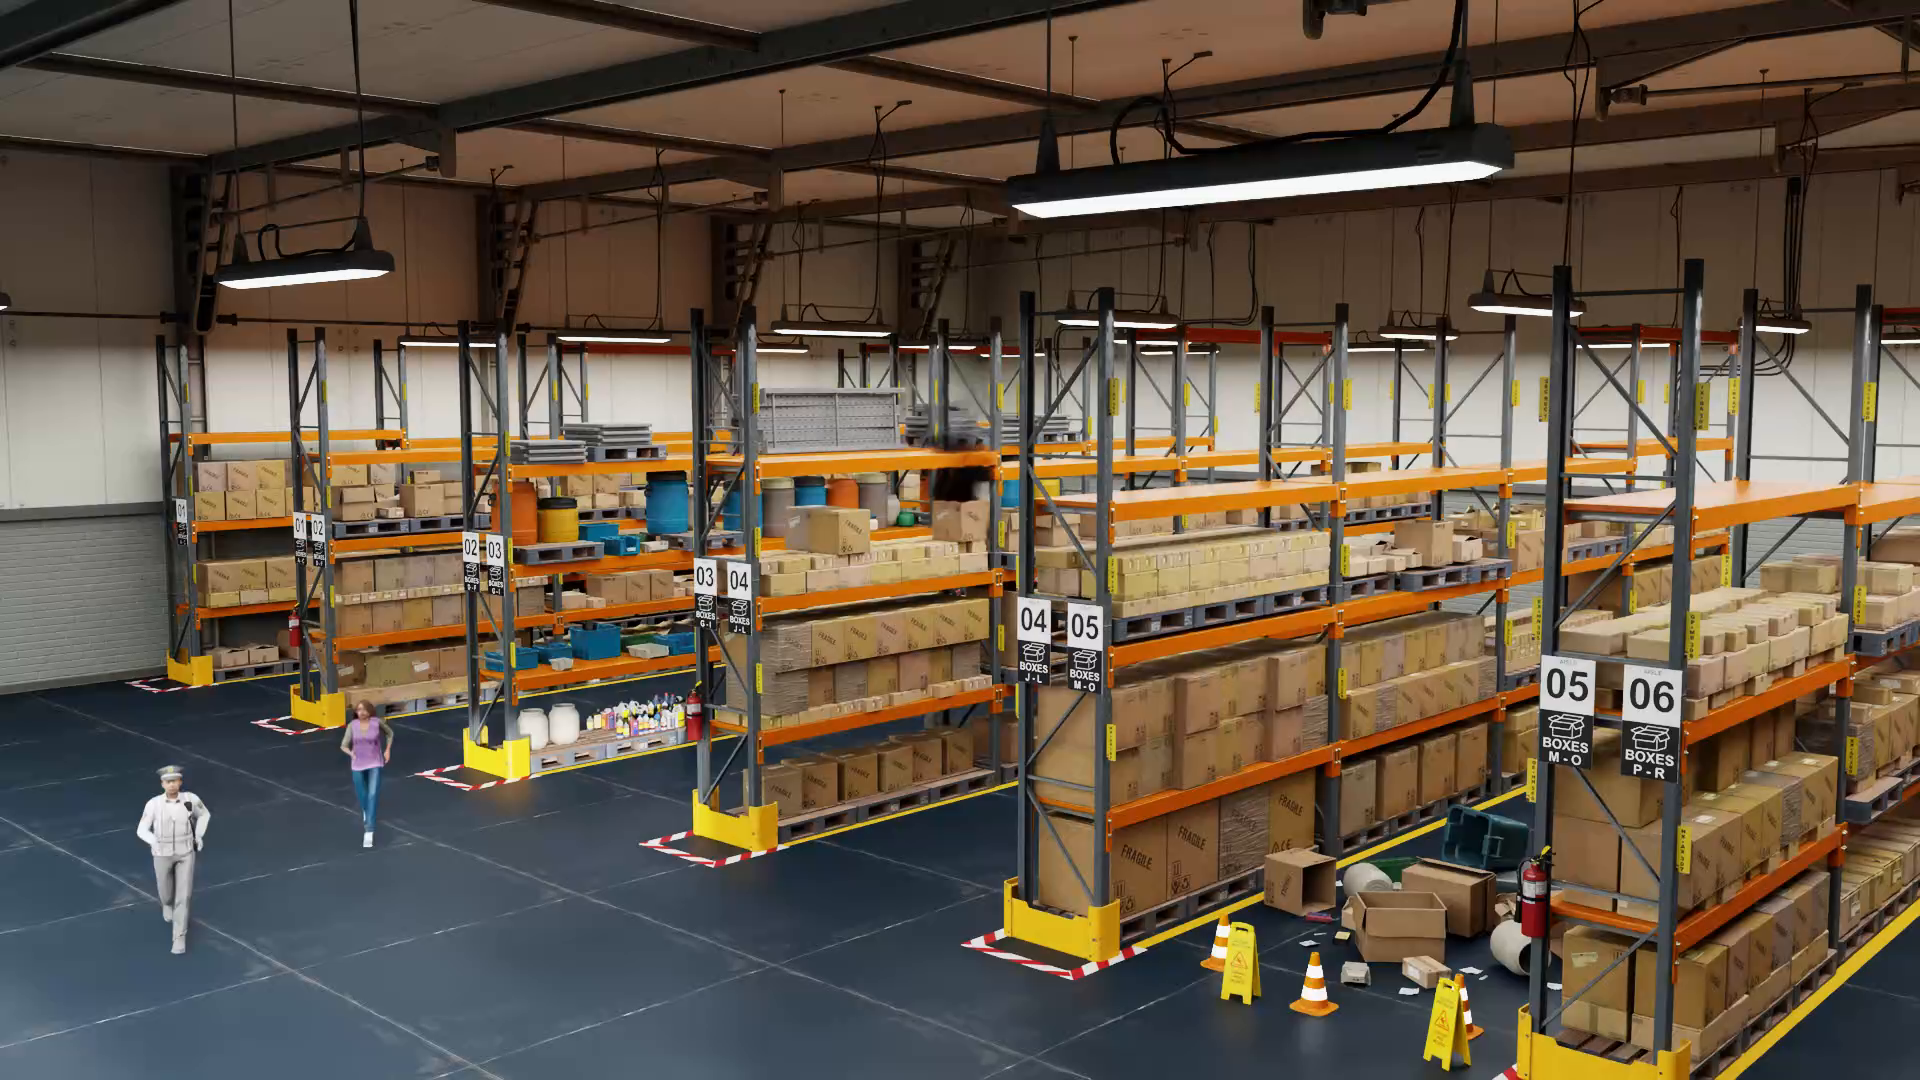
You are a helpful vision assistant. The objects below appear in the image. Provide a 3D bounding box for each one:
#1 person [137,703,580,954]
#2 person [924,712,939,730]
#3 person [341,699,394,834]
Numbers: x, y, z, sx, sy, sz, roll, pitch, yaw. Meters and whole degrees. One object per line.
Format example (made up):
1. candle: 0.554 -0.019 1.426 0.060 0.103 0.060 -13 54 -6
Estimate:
1. person: -6.331 2.655 19.090 5.627 1.414 6.869 -3 6 -27
2. person: -0.385 2.146 23.383 0.346 1.683 0.824 4 7 40
3. person: 3.398 1.257 22.105 21.700 3.439 4.475 -1 5 -11
